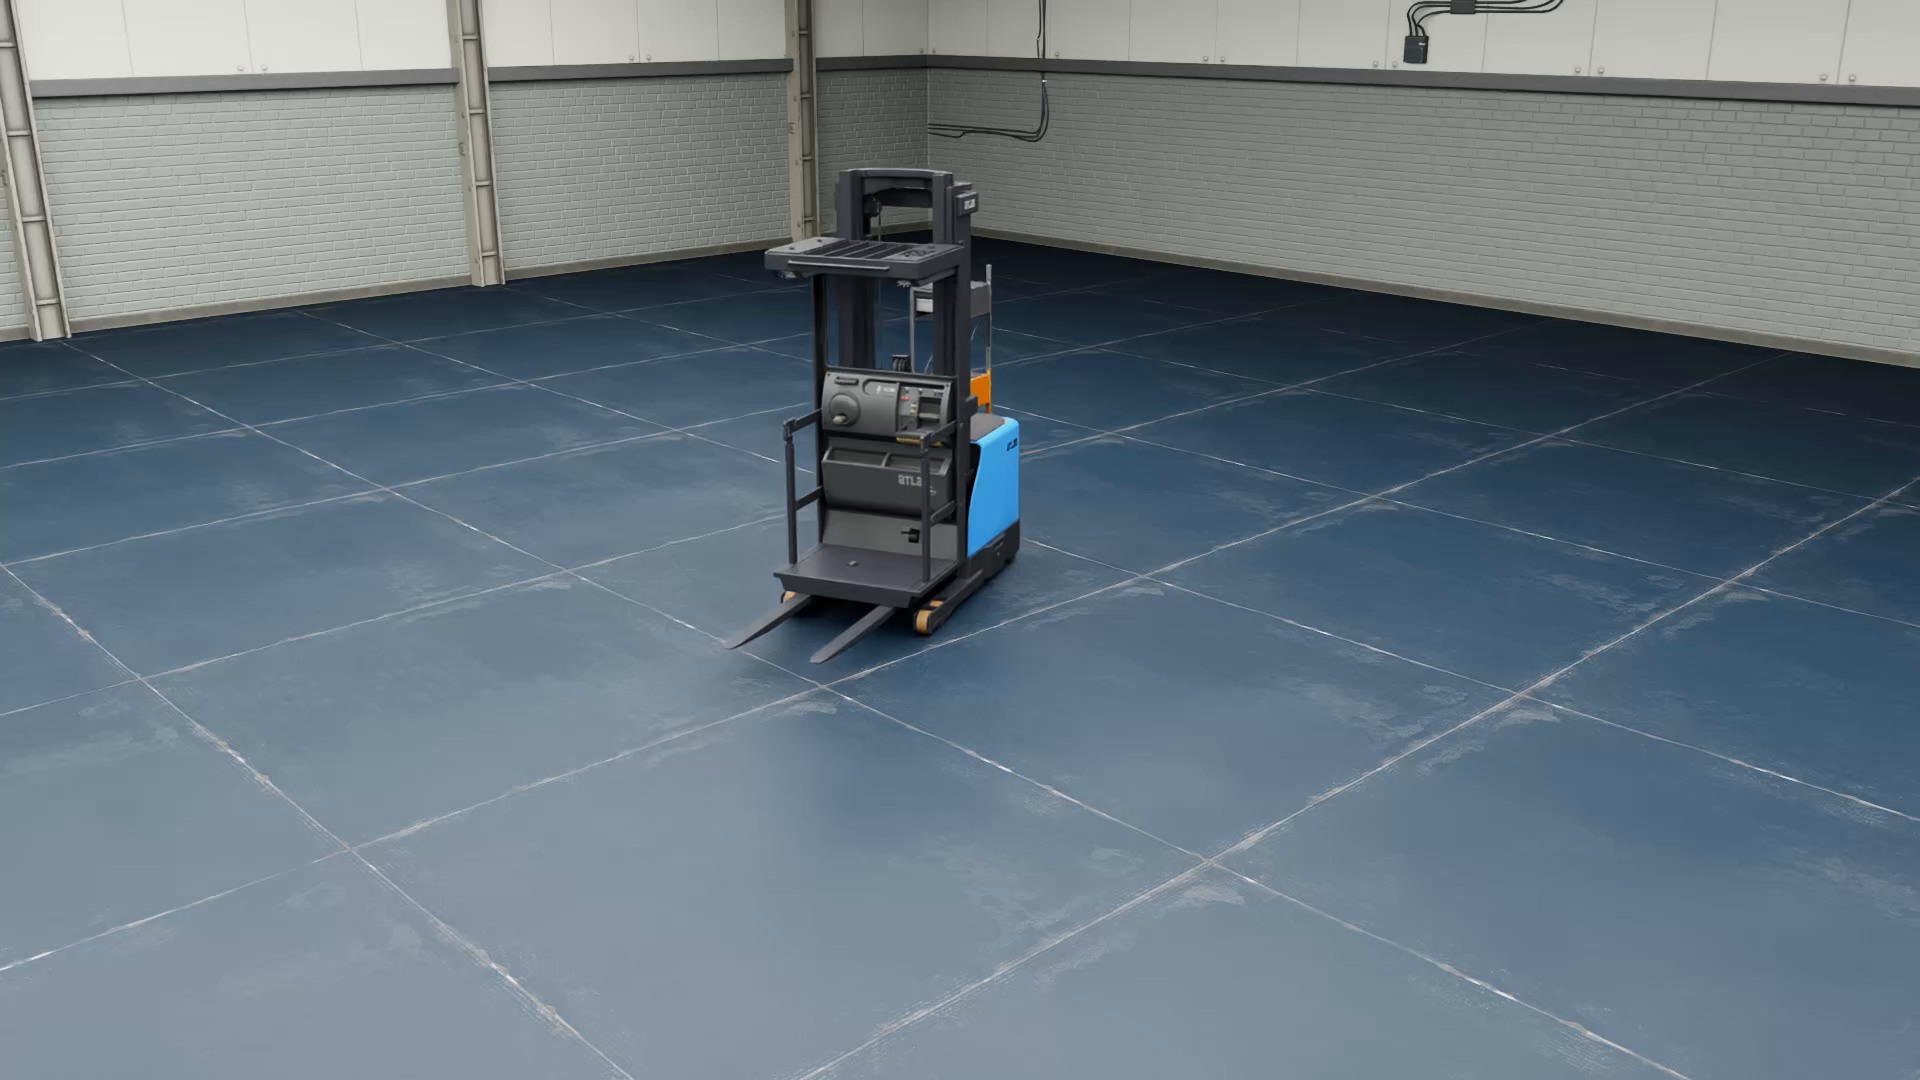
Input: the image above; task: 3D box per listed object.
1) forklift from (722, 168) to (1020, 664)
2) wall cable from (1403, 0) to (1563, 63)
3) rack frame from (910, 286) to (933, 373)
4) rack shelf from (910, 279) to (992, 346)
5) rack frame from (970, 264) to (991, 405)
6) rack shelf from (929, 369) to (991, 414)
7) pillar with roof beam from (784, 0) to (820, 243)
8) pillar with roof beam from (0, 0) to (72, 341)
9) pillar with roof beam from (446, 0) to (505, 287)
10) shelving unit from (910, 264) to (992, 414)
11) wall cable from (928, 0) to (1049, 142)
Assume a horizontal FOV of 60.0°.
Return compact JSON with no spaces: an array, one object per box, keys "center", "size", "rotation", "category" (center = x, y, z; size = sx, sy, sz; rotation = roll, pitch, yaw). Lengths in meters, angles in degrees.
[{"center":[-0.579,-0.913,11.049],"size":[1.130,2.935,3.031],"rotation":[7,19,21],"category":"forklift"},{"center":[6.910,-9.171,21.167],"size":[0.169,6.003,2.305],"rotation":[-16,24,-41],"category":"wall cable"},{"center":[-0.203,-0.997,12.654],"size":[0.400,2.100,0.015],"rotation":[12,21,32],"category":"rack frame"},{"center":[-0.068,-1.712,12.635],"size":[0.431,0.518,0.480],"rotation":[12,21,32],"category":"rack shelf"},{"center":[0.068,-1.122,13.040],"size":[0.400,2.100,0.015],"rotation":[12,21,32],"category":"rack frame"},{"center":[-0.068,-1.046,12.851],"size":[0.431,0.518,0.480],"rotation":[12,21,32],"category":"rack shelf"},{"center":[0.308,-8.392,24.276],"size":[0.400,9.000,9.100],"rotation":[-16,24,-41],"category":"pillar with roof beam"},{"center":[-8.412,-5.849,16.434],"size":[0.400,9.000,9.100],"rotation":[-16,24,-41],"category":"pillar with roof beam"},{"center":[-4.052,-7.120,20.355],"size":[0.400,9.000,9.100],"rotation":[-16,24,-41],"category":"pillar with roof beam"},{"center":[-0.068,-1.059,12.847],"size":[0.431,2.100,0.503],"rotation":[12,21,32],"category":"shelving unit"},{"center":[0.399,-8.207,28.742],"size":[0.112,2.526,3.097],"rotation":[-16,24,-41],"category":"wall cable"}]
